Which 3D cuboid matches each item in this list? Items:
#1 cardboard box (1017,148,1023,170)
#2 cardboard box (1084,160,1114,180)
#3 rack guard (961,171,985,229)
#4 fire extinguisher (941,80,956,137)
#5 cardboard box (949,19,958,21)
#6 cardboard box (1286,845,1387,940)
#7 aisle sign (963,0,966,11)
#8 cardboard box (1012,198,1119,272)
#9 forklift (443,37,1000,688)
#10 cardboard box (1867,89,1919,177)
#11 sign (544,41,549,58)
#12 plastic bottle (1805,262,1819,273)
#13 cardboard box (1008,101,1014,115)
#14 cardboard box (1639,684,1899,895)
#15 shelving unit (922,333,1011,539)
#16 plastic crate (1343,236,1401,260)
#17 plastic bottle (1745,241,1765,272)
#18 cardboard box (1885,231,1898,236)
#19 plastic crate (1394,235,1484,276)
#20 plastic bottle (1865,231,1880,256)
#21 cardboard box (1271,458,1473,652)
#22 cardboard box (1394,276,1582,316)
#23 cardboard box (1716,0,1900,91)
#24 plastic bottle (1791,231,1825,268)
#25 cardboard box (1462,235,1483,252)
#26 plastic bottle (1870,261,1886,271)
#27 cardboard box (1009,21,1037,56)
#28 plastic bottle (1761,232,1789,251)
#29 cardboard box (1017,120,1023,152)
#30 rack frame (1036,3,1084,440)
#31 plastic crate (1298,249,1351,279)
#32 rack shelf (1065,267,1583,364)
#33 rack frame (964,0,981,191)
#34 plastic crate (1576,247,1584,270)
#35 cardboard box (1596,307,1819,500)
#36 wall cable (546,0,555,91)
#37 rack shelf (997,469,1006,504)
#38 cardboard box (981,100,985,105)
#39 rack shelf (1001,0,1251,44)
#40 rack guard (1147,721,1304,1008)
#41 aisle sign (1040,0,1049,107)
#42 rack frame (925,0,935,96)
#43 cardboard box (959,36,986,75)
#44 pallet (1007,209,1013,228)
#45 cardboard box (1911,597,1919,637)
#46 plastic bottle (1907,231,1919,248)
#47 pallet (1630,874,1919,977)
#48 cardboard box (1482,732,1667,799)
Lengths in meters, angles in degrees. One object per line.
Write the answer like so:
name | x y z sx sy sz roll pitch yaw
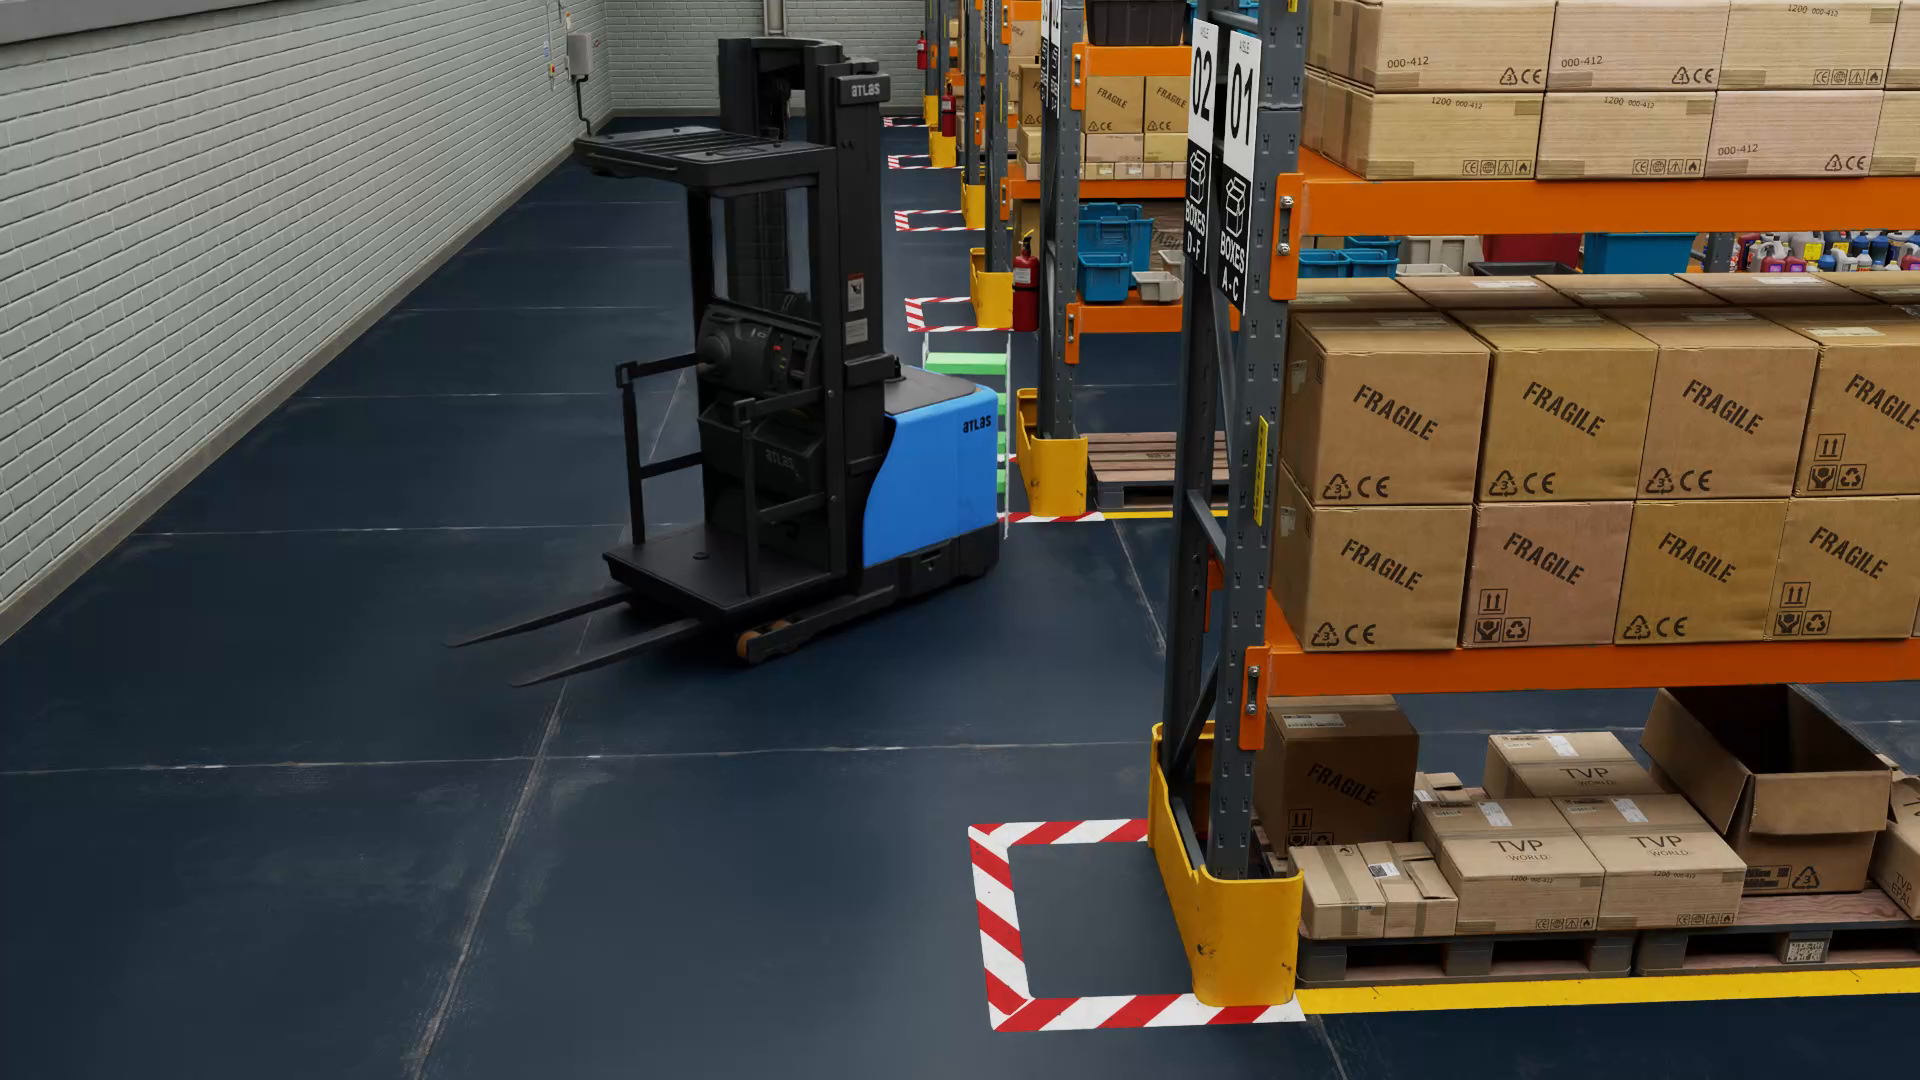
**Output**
cardboard box | 0.662 -3.525 15.360 0.250 0.149 0.380 -1 21 -2
cardboard box | 1.210 -3.302 14.774 0.250 0.149 0.380 -2 21 -4
rack guard | 0.219 -4.116 20.071 0.348 0.500 1.175 -1 21 -3
fire extinguisher | -0.135 -5.231 20.120 0.183 0.674 0.296 -1 21 -3
cardboard box | -0.084 -8.974 29.113 0.500 0.250 0.500 -1 21 -1
cardboard box | 1.325 1.241 5.877 0.250 0.149 0.380 -1 21 -3
aisle sign | 0.053 -6.602 19.436 0.004 0.787 0.394 -1 21 -3
cardboard box | 0.959 -2.763 15.402 0.875 0.875 0.875 -1 21 -3
forklift | -1.181 -0.953 8.348 3.031 2.935 1.130 -19 28 -41
cardboard box | 2.912 -1.280 5.105 0.500 0.250 0.500 -1 21 -3
sign | -5.927 -7.024 23.817 0.001 0.218 0.327 -1 21 -3
plastic bottle | 5.239 -1.615 10.269 0.097 0.201 0.097 0 21 0
cardboard box | 0.485 -5.055 19.379 0.250 0.149 0.380 -1 21 -3
cardboard box | 3.005 0.921 6.221 0.637 0.503 0.797 -1 21 -3
shelving unit | 0.040 -0.613 9.888 0.503 1.200 0.258 1 21 3
plastic crate | 2.644 -1.841 10.736 0.300 0.233 0.416 -1 21 -3
plastic bottle | 5.227 -1.863 10.922 0.097 0.201 0.097 0 21 0
cardboard box | 8.980 -2.739 15.837 0.500 0.500 0.700 -2 21 -6
plastic crate | 3.066 -1.847 10.682 0.530 0.282 0.437 -1 21 -3
plastic bottle | 5.979 -1.925 10.980 0.135 0.276 0.152 -1 21 -3
cardboard box | 1.345 0.039 5.506 0.500 0.500 0.500 -1 21 -2
cardboard box | 1.820 -0.630 5.859 0.500 0.500 0.500 -1 21 -2
cardboard box | 2.413 -1.503 4.988 0.500 0.250 0.500 -1 21 -3
plastic bottle | 5.509 -1.901 10.810 0.185 0.351 0.144 -1 21 -3
cardboard box | 4.956 -2.823 15.559 0.875 0.875 1.225 -1 21 -3
plastic bottle | 5.665 -1.623 10.291 0.097 0.201 0.097 0 21 0
cardboard box | 0.606 -5.850 19.150 0.500 0.500 0.500 -1 21 -3
plastic bottle | 5.341 -1.912 10.946 0.135 0.276 0.152 -1 21 -3
cardboard box | 0.794 -3.691 15.237 0.500 0.250 0.500 -1 21 -4
rack frame | 0.608 -1.759 10.368 0.127 3.000 1.000 -1 21 -3
plastic crate | 2.188 -1.623 10.163 0.300 0.233 0.416 -1 21 -3
rack shelf | 2.605 -1.463 10.603 4.000 0.370 1.077 -1 21 -3
rack frame | 0.143 -5.282 19.623 0.127 3.000 1.000 -1 21 -3
plastic crate | 4.129 -1.786 10.726 0.243 0.136 0.396 -1 21 -3
cardboard box | 2.366 -0.450 5.385 0.500 0.500 0.500 -1 21 -2
wall cable | -5.869 -7.405 23.727 0.123 1.953 0.585 -1 21 -3
rack shelf | 0.040 -0.329 9.996 0.480 0.148 0.258 1 21 3
cardboard box | 0.515 -7.639 29.230 0.250 0.149 0.380 -2 21 -5
rack shelf | 2.322 -4.624 14.690 4.000 0.370 1.077 -1 21 -3
rack guard | 0.963 1.168 6.195 0.348 0.500 1.175 -1 21 -3
aisle sign | 0.519 -3.076 10.175 0.004 0.787 0.394 -1 21 -3
rack frame | -0.528 -8.802 28.867 0.127 3.000 1.000 -1 21 -3
cardboard box | 0.255 -6.993 23.976 0.500 0.500 0.500 -1 21 -3
pallet | 1.032 -3.985 20.133 1.213 0.211 1.003 -1 21 -3
cardboard box | 3.369 -0.004 5.617 0.500 0.500 0.500 -1 21 -2
plastic bottle | 6.236 -1.884 10.878 0.097 0.271 0.097 0 21 0
pallet | 2.974 1.262 6.352 1.213 0.211 1.003 -1 21 -3
cardboard box | 2.366 0.973 6.439 0.500 0.250 0.500 -1 21 -3
